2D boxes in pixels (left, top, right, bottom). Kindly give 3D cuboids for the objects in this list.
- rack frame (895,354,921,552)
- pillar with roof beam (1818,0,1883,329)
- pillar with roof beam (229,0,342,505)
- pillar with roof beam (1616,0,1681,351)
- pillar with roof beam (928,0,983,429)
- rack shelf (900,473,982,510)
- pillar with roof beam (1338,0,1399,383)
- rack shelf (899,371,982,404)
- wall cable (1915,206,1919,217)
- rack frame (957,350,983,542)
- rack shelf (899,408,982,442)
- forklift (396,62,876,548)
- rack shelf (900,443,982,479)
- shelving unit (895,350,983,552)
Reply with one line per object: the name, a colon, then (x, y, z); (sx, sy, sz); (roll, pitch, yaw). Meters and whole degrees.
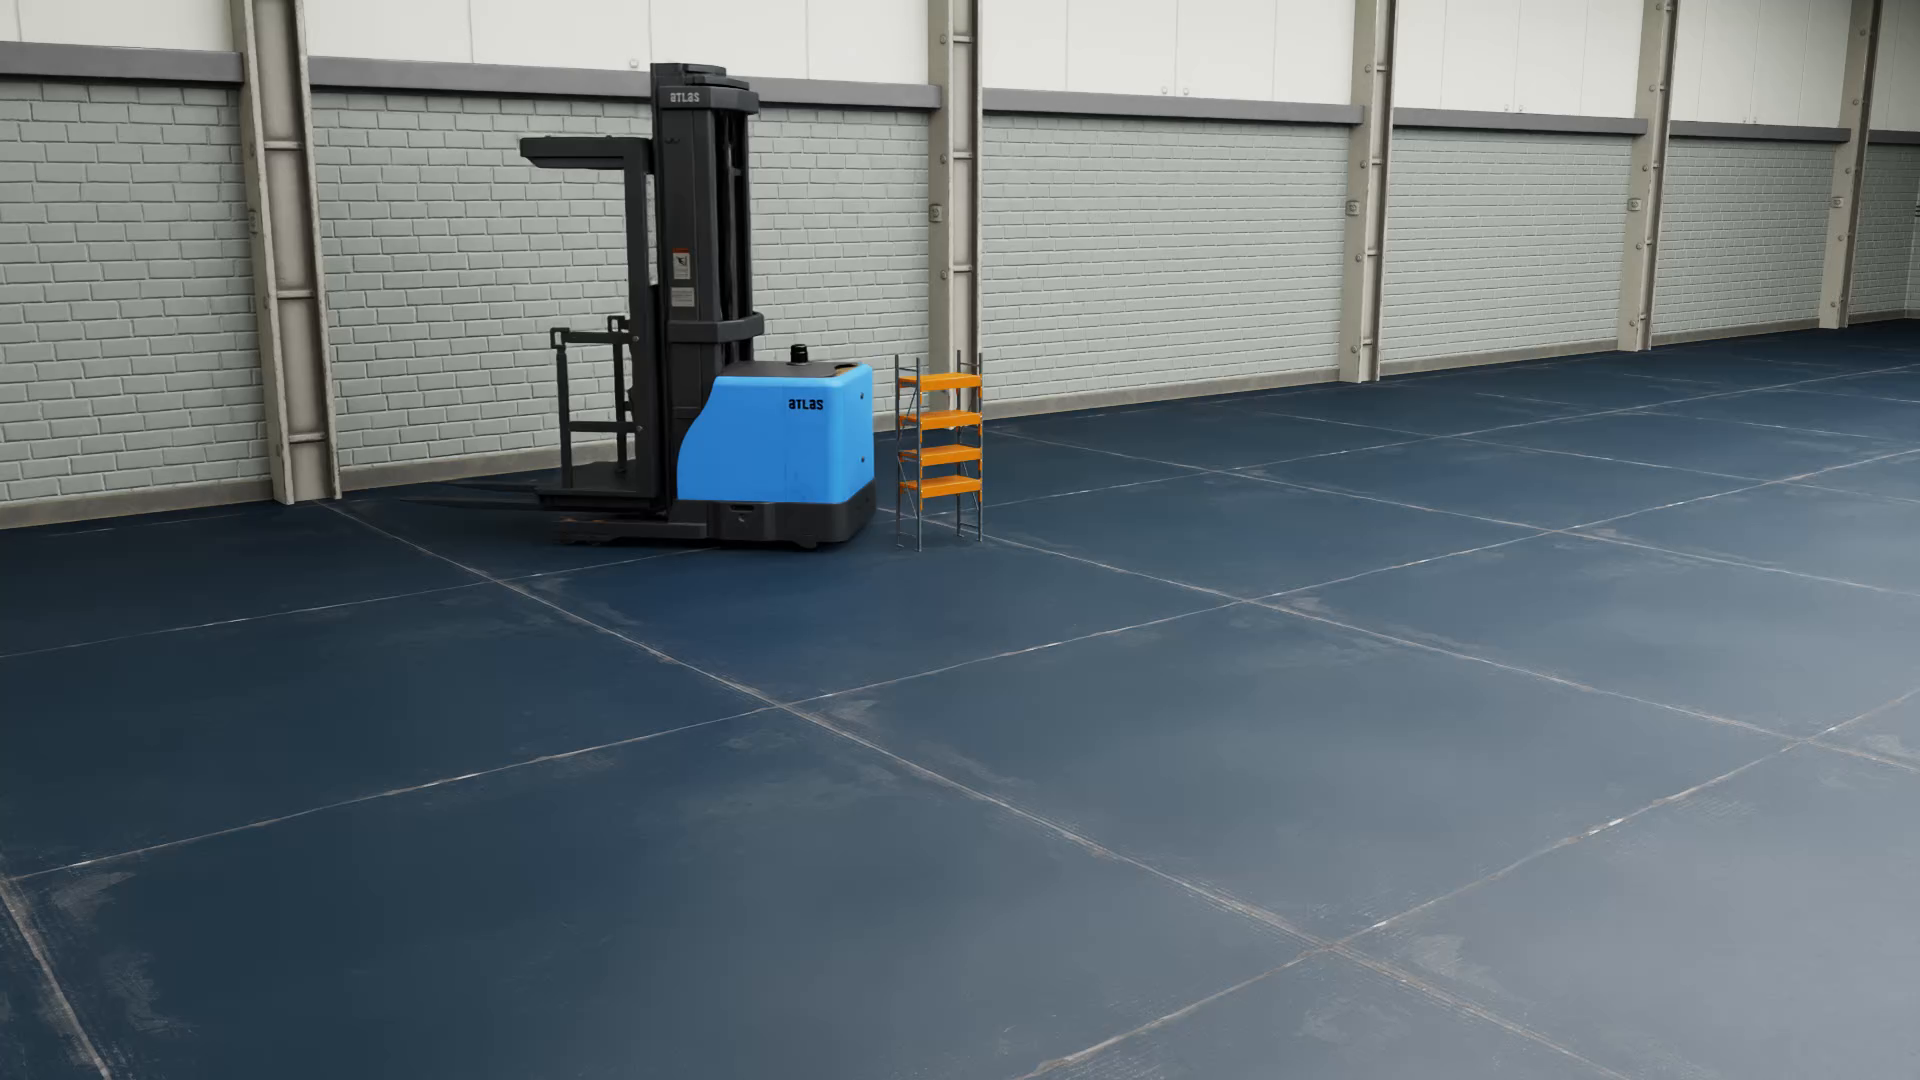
rack frame: (-0.320, -0.534, 10.254); (0.015, 1.200, 0.240); (-9, 15, -38)
pillar with roof beam: (16.702, -7.120, 22.494); (0.400, 9.000, 9.100); (-9, 15, -38)
pillar with roof beam: (-2.039, -4.006, 7.828); (0.400, 9.000, 9.100); (-9, 15, -38)
pillar with roof beam: (12.017, -6.341, 18.828); (0.400, 9.000, 9.100); (-9, 15, -38)
pillar with roof beam: (2.647, -4.784, 11.495); (0.400, 9.000, 9.100); (-9, 15, -38)
rack shelf: (-0.129, -0.305, 10.458); (0.480, 0.148, 0.258); (-9, 15, -38)
pillar with roof beam: (7.332, -5.563, 15.161); (0.400, 9.000, 9.100); (-9, 15, -38)
rack shelf: (-0.129, -0.950, 10.321); (0.480, 0.148, 0.258); (-9, 15, -38)
wall cable: (17.139, -6.467, 26.895); (0.112, 2.526, 3.097); (-9, 15, -38)
rack frame: (0.061, -0.597, 10.552); (0.015, 1.200, 0.240); (-9, 15, -38)
rack shelf: (-0.129, -0.718, 10.370); (0.480, 0.148, 0.258); (-9, 15, -38)
forklift: (-2.122, -1.501, 10.643); (3.031, 2.935, 1.130); (2, 12, 9)
rack shelf: (-0.129, -0.500, 10.417); (0.480, 0.148, 0.258); (-9, 15, -38)
shelving unit: (-0.129, -0.565, 10.403); (0.503, 1.200, 0.258); (-9, 15, -38)
